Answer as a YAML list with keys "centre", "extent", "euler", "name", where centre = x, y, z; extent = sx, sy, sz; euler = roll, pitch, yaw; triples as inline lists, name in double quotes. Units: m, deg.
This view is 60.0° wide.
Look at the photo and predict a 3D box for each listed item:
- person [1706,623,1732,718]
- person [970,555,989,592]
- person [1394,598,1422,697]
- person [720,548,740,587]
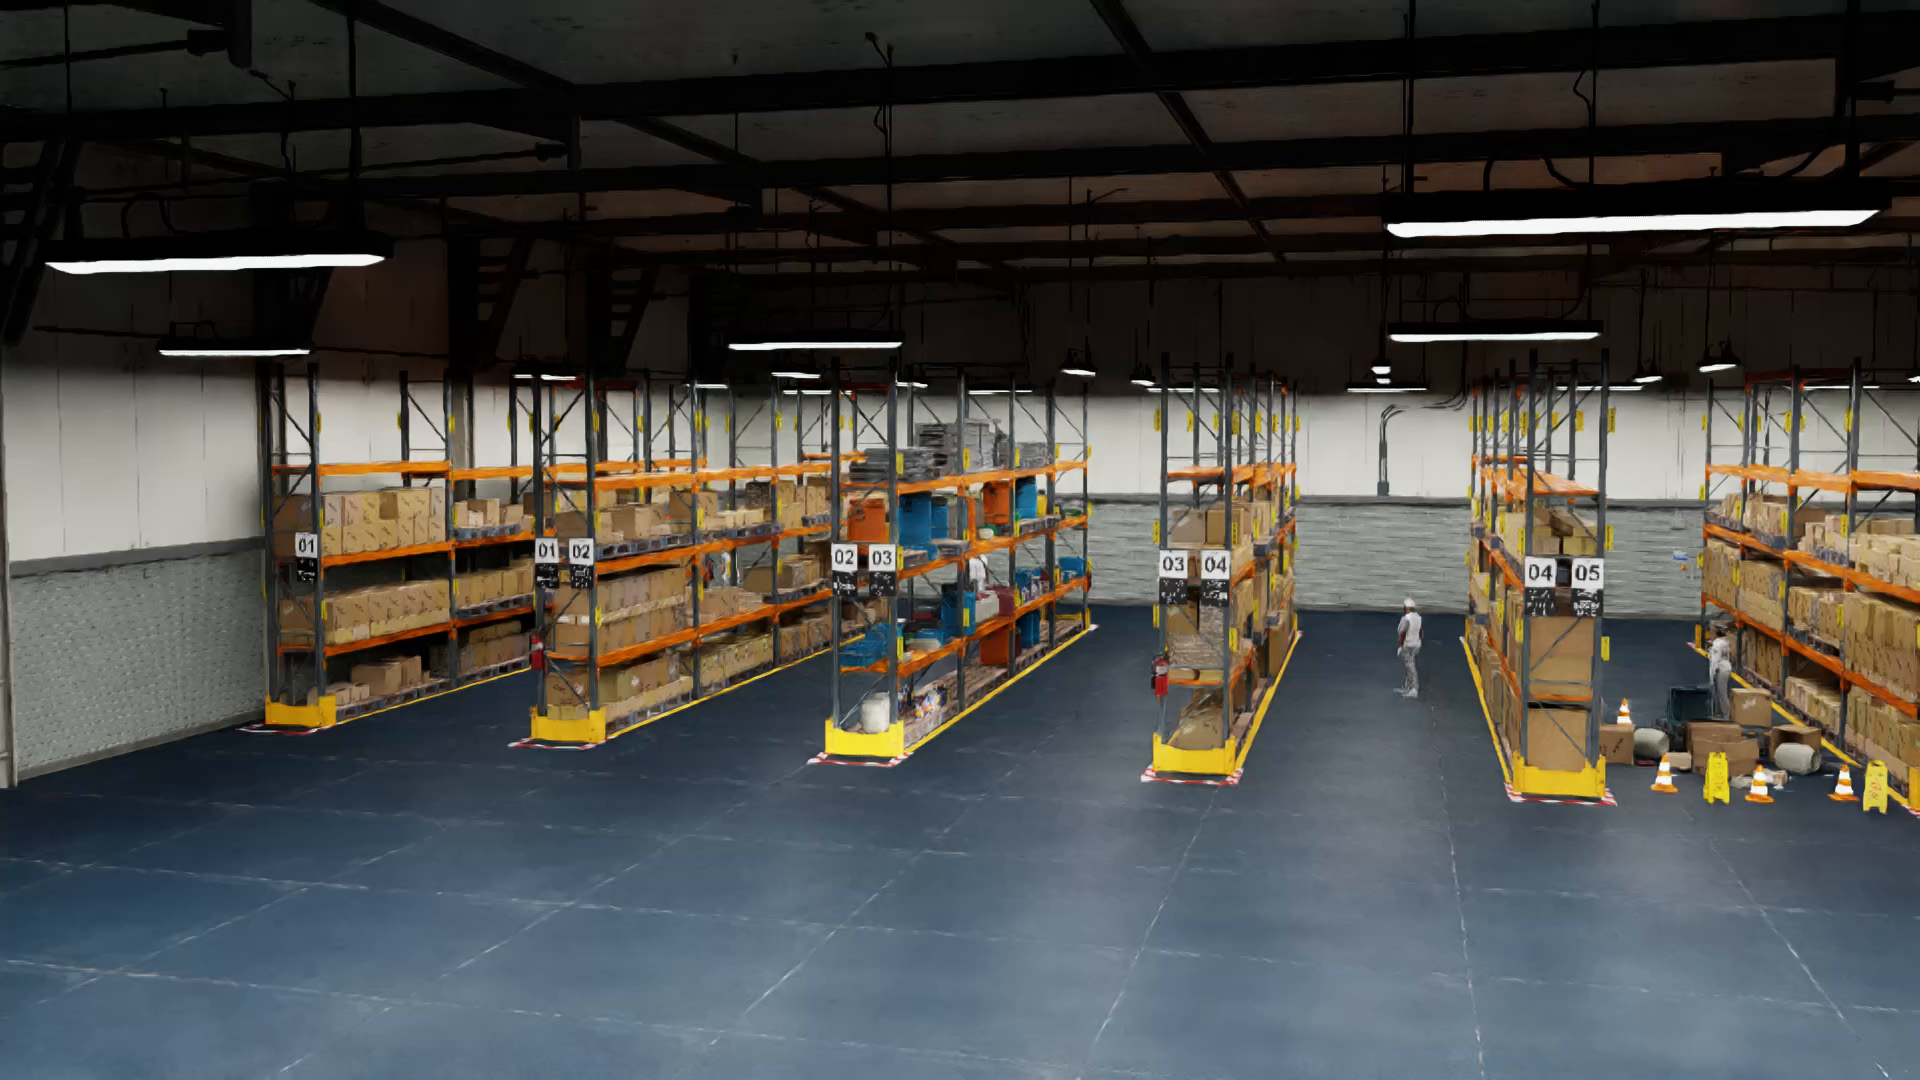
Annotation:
- centre: [12.580, 2.214, 27.587]
  extent: [0.540, 1.667, 0.561]
  euler: [4, 5, 42]
  name: "person"
- centre: [0.449, 0.987, 44.935]
  extent: [0.577, 1.691, 1.121]
  euler: [1, 4, 17]
  name: "person"
- centre: [8.208, 1.953, 30.479]
  extent: [0.594, 1.782, 0.678]
  euler: [3, 5, 39]
  name: "person"
- centre: [-6.158, 0.939, 44.921]
  extent: [0.718, 1.781, 0.566]
  euler: [-3, 5, -37]
  name: "person"
